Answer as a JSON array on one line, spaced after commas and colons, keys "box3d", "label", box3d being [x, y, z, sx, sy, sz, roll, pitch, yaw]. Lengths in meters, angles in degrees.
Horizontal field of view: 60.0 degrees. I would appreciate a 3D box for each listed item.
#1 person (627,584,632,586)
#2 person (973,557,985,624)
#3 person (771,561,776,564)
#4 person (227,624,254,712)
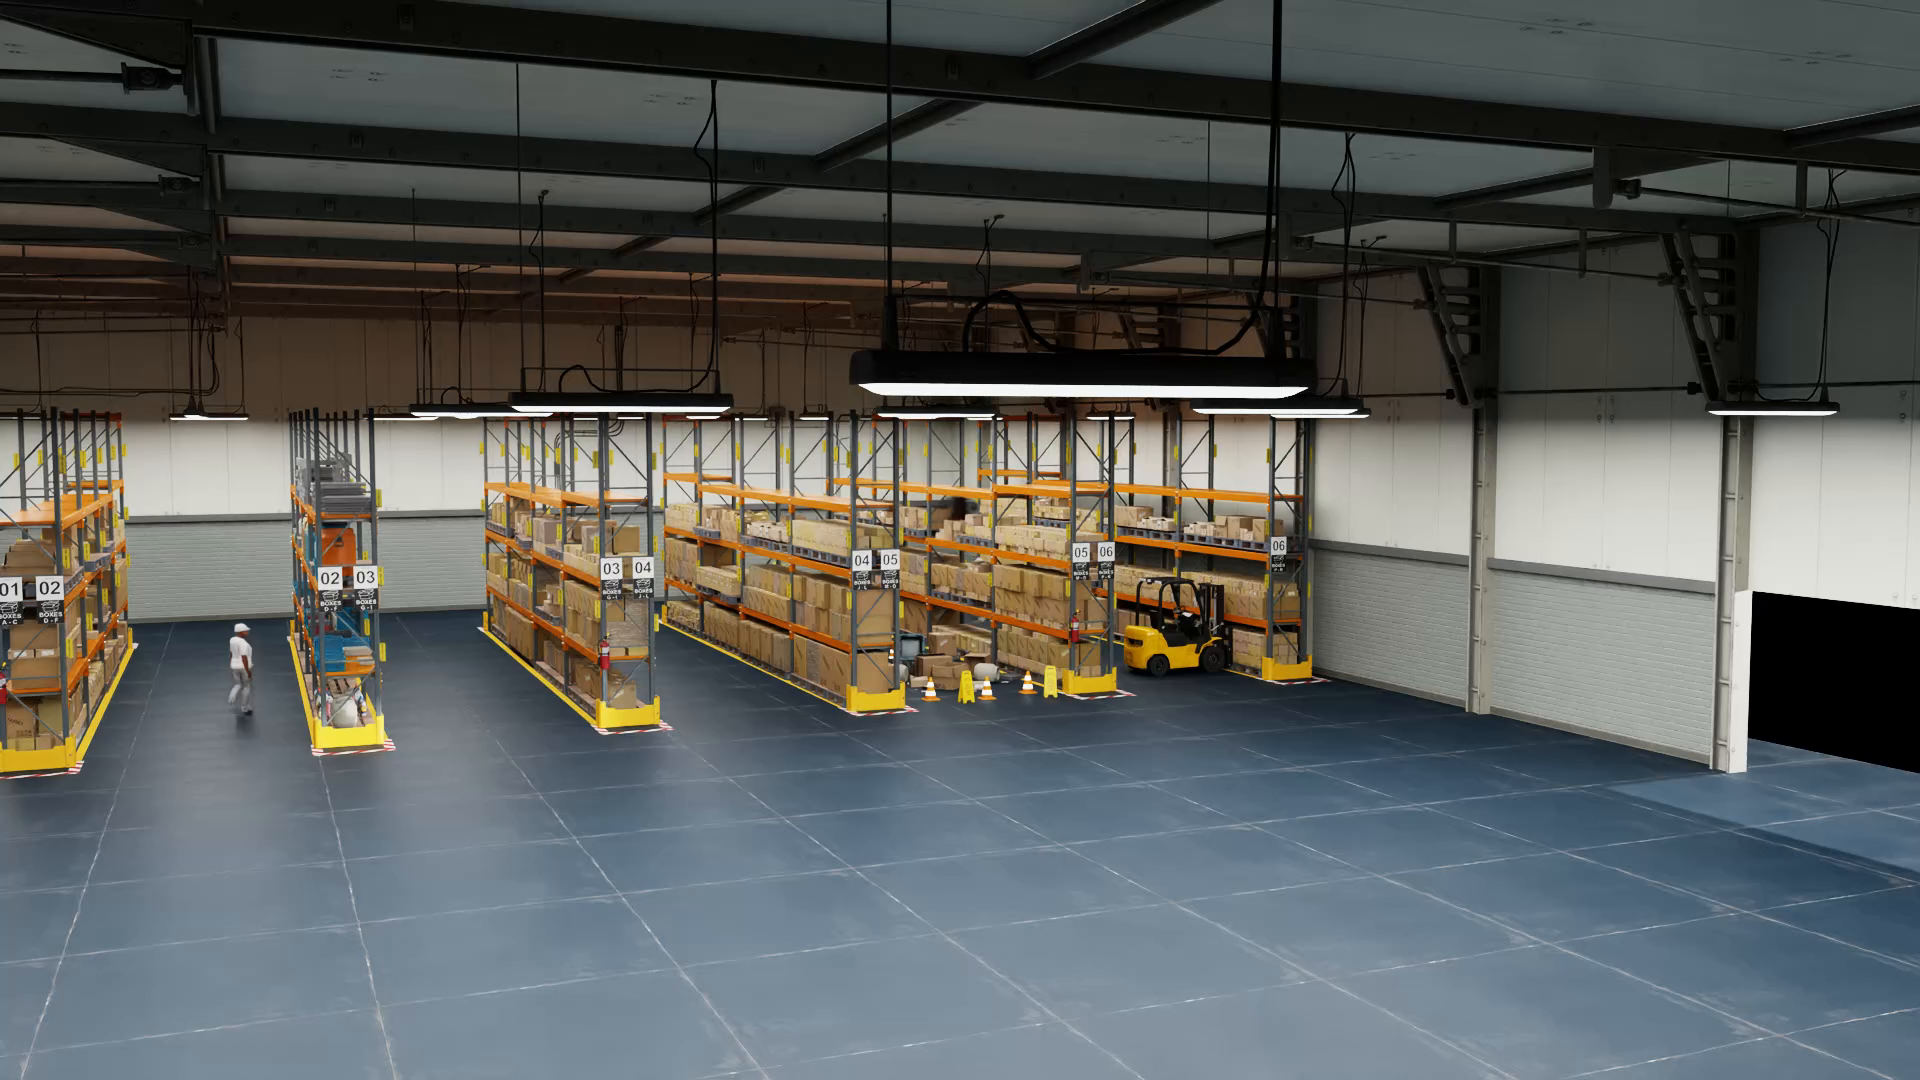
[{"box3d": [-9.966, 1.451, 49.023, 0.619, 1.754, 0.468, -1, 4, -14], "label": "person"}, {"box3d": [0.500, 1.365, 45.105, 0.419, 1.792, 0.569, -2, 4, -21], "label": "person"}, {"box3d": [-5.316, 1.488, 47.727, 0.585, 1.774, 0.428, 4, 5, 43], "label": "person"}, {"box3d": [-14.231, 2.530, 32.836, 0.528, 1.760, 0.602, 1, 4, 11], "label": "person"}]
